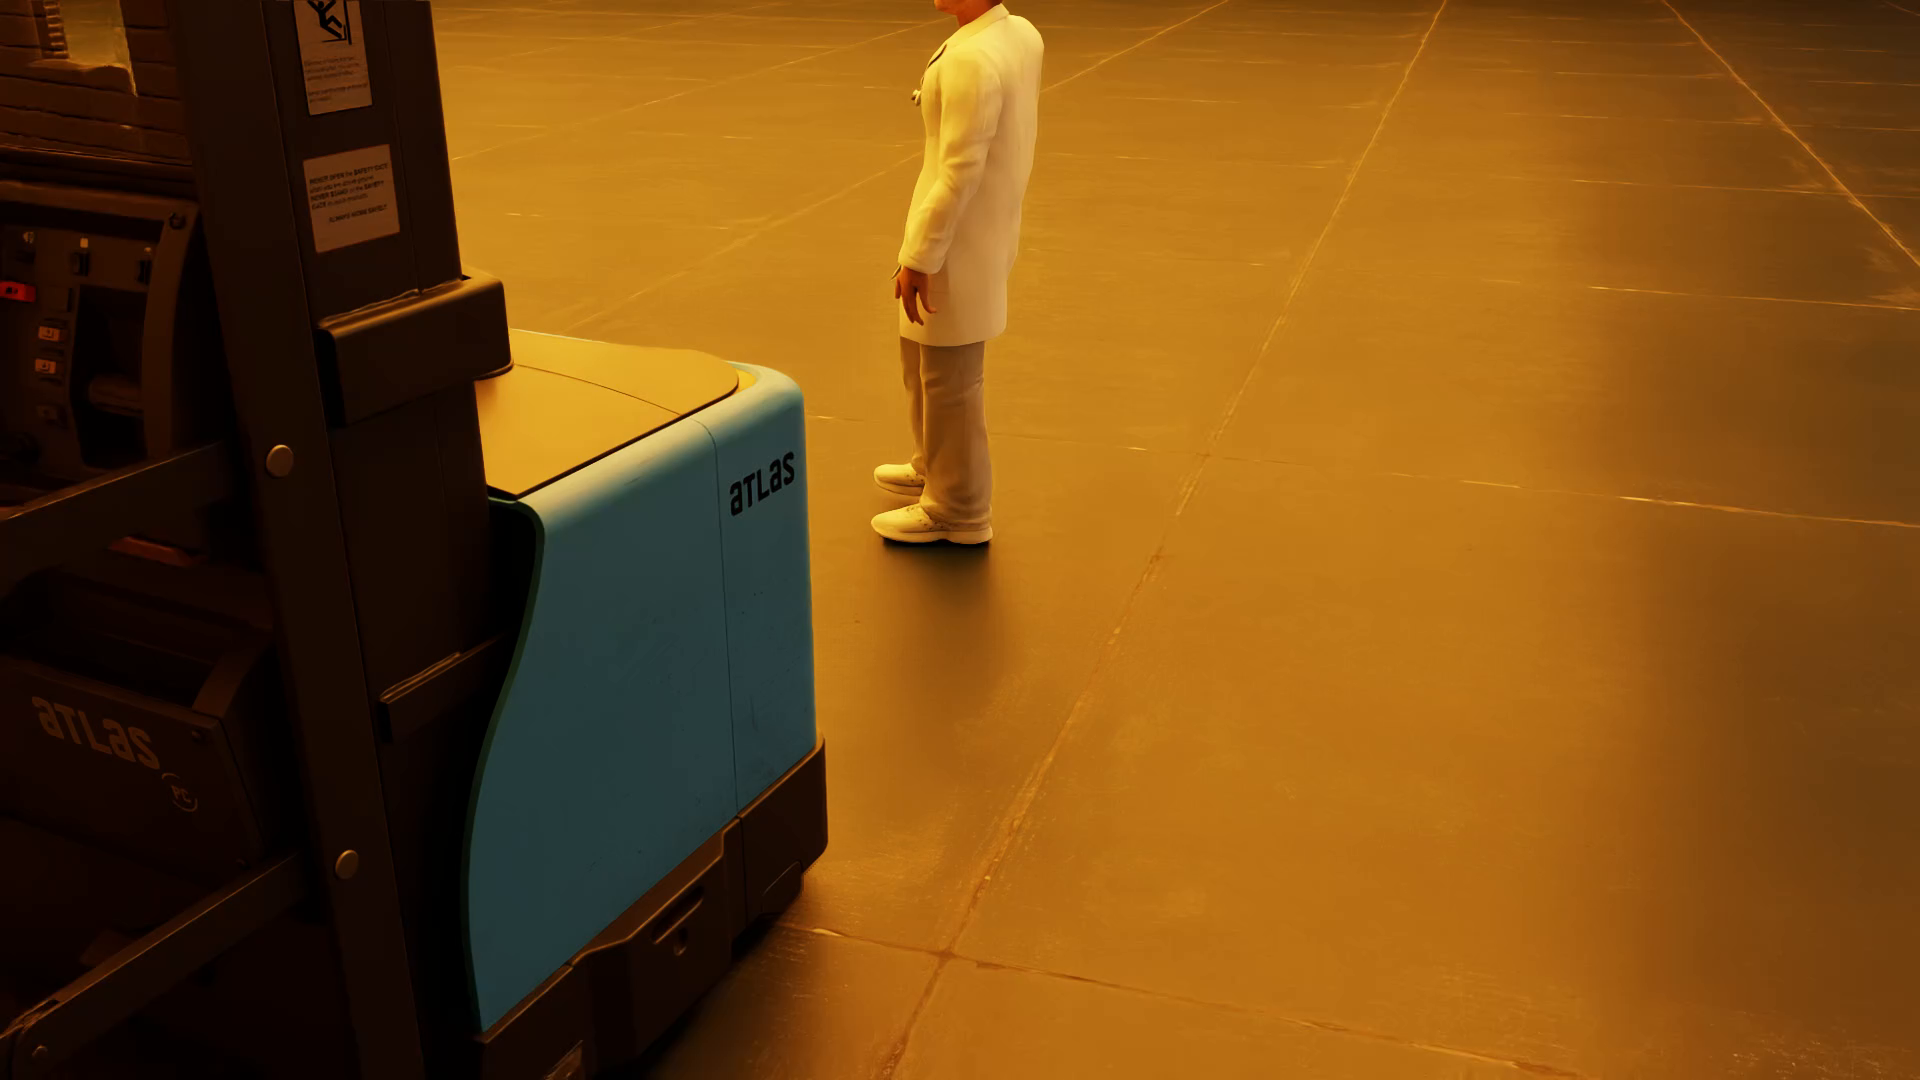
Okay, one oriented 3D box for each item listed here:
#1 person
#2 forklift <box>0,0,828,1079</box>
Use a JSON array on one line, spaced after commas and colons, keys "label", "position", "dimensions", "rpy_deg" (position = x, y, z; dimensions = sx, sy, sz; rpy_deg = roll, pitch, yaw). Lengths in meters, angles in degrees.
[{"label": "person", "position": [-0.087, -0.840, 4.807], "dimensions": [0.579, 1.777, 0.698], "rpy_deg": [7, 23, 16]}, {"label": "forklift", "position": [-1.378, -0.255, 1.896], "dimensions": [1.130, 2.935, 3.031], "rpy_deg": [11, 25, 24]}]
